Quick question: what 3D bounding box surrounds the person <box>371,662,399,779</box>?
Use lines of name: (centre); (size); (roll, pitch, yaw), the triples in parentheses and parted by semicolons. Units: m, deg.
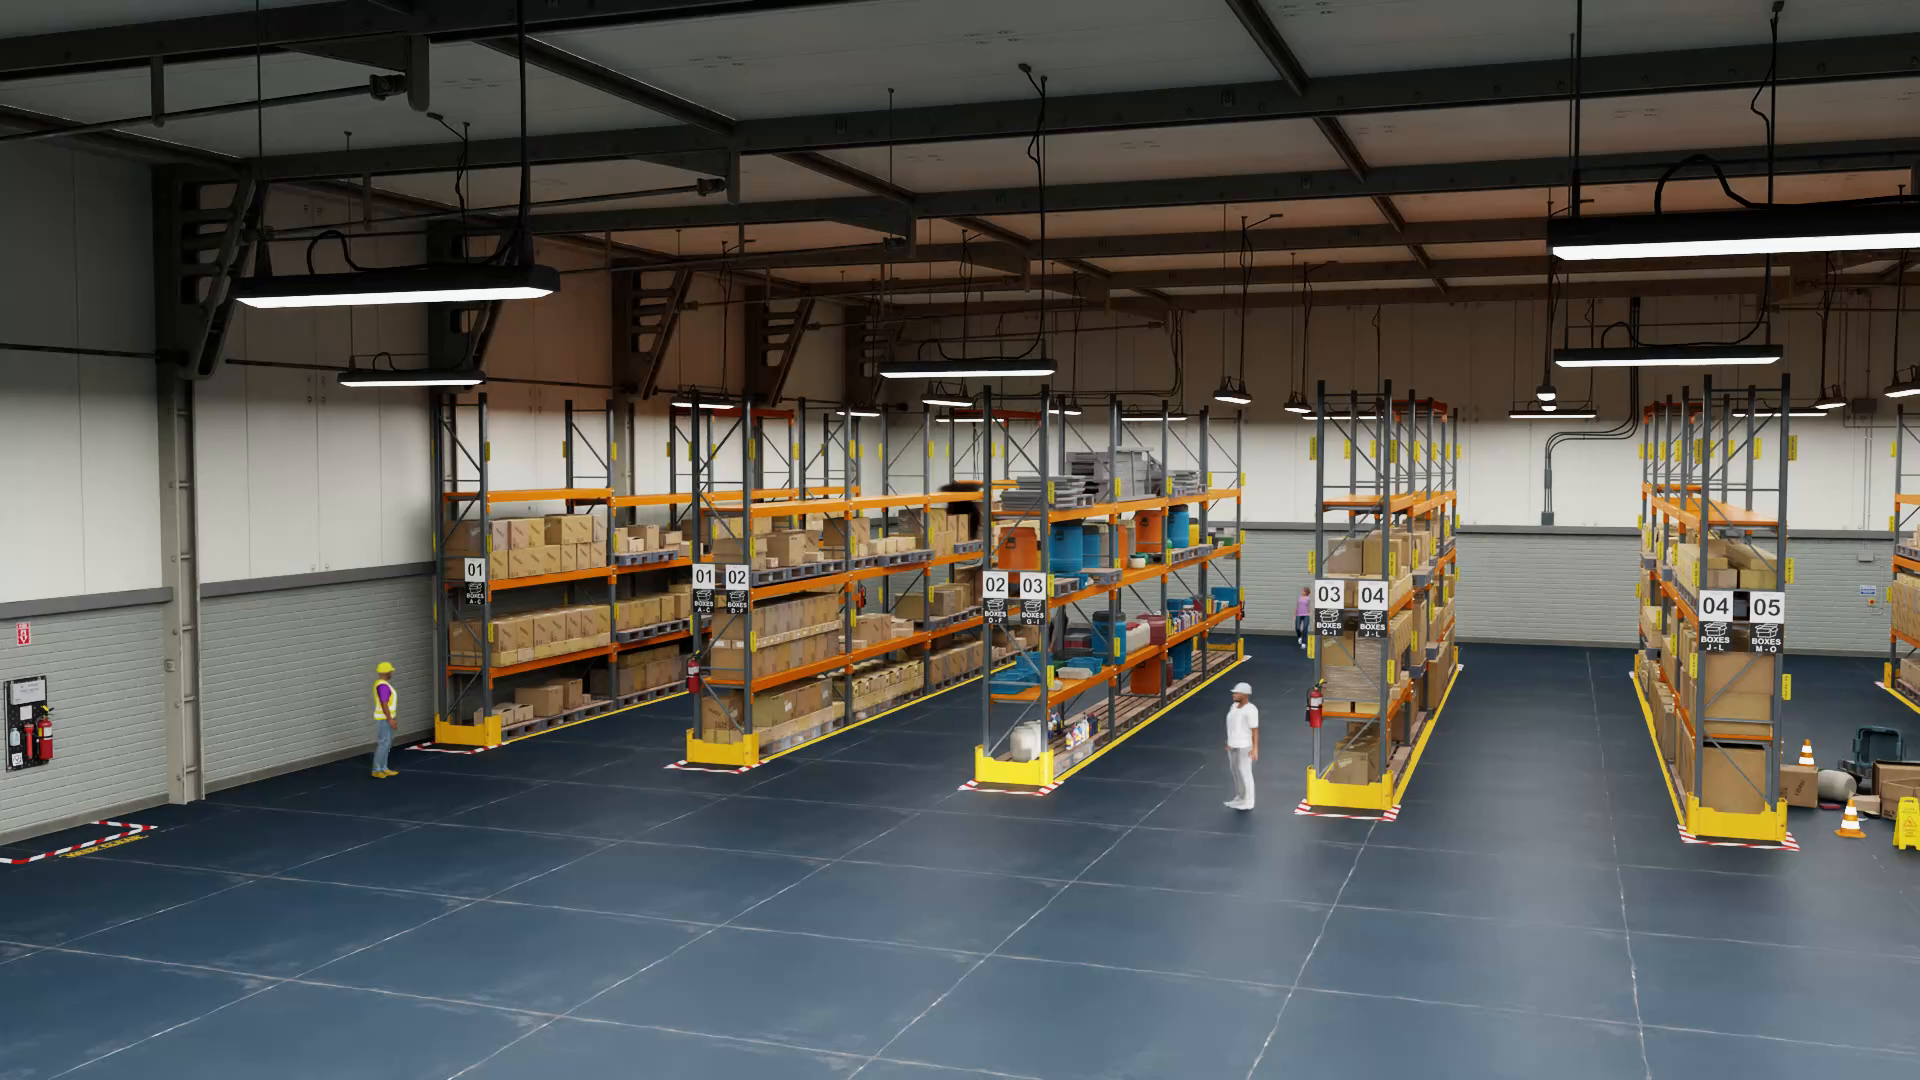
person: (-8.841, 2.760, 25.576); (0.430, 1.770, 0.611); (-1, 3, -14)

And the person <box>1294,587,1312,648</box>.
person: (8.769, 1.980, 42.591); (0.447, 1.548, 0.660); (1, 3, 14)

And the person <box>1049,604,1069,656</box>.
person: (2.020, 2.199, 34.715); (0.485, 1.787, 0.611); (1, 3, 10)

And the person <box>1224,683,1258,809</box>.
person: (3.937, 2.880, 23.223); (0.359, 1.775, 0.683); (-1, 3, -23)
